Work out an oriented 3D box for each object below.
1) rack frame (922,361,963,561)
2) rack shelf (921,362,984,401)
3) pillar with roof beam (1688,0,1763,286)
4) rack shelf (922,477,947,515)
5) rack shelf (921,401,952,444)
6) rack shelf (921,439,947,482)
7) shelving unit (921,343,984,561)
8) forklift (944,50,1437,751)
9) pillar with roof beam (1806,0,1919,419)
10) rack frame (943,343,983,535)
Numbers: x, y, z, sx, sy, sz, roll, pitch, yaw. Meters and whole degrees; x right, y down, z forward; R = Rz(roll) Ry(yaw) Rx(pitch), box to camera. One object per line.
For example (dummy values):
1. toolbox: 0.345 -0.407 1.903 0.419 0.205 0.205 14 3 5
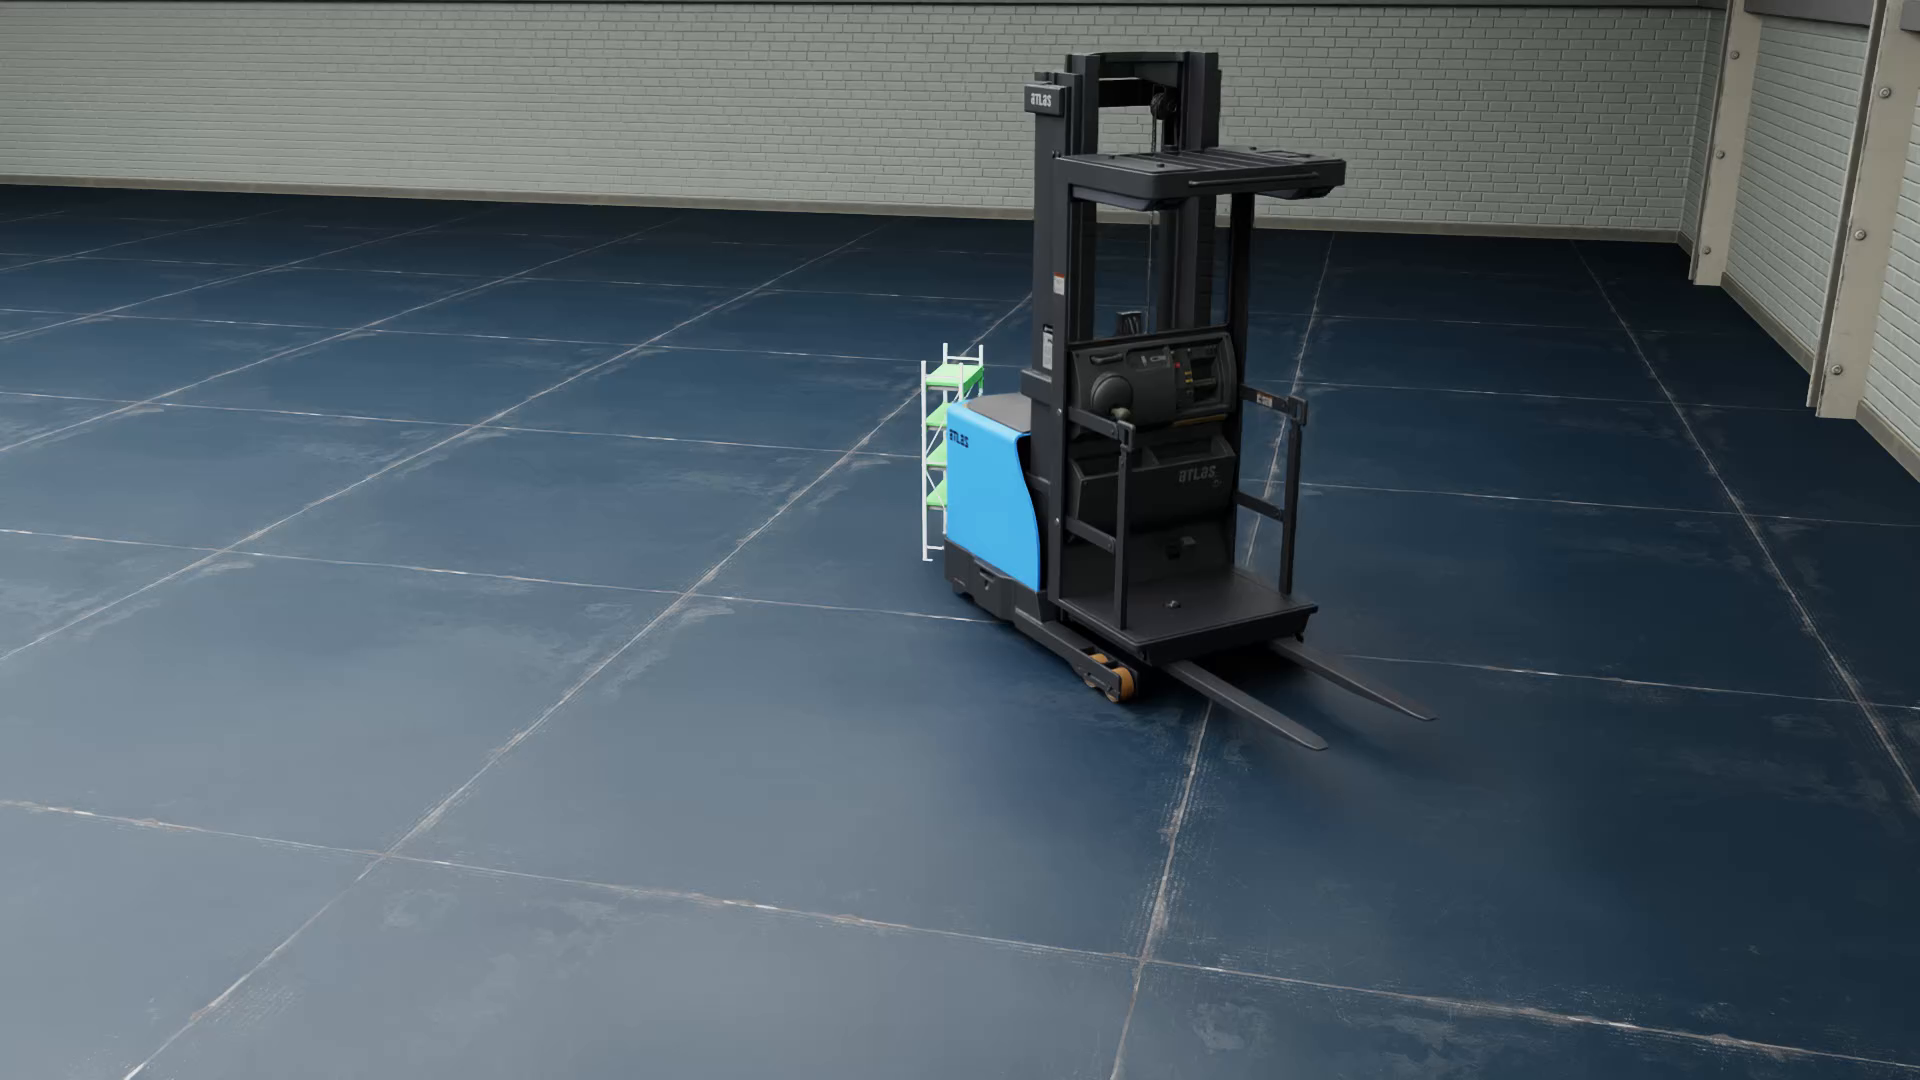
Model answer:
1. rack frame: -0.100 -0.439 9.618 0.240 1.200 0.015 5 19 13
2. rack shelf: -0.040 -0.910 9.707 0.258 0.148 0.480 5 19 13
3. pillar with roof beam: 4.192 -7.491 18.196 9.100 9.000 0.400 5 19 13
4. rack shelf: -0.040 -0.228 9.940 0.258 0.148 0.480 5 19 13
5. rack shelf: -0.040 -0.683 9.785 0.258 0.148 0.480 5 19 13
6. rack shelf: -0.040 -0.455 9.862 0.258 0.148 0.480 5 19 13
7. shelving unit: -0.040 -0.516 9.842 0.258 1.200 0.503 5 19 13
8. forklift: 1.060 -0.780 7.938 1.130 2.935 3.031 -10 21 -27
9. pillar with roof beam: 2.726 -5.610 12.690 9.100 9.000 0.400 5 19 13
10. rack frame: 0.019 -0.592 10.066 0.240 1.200 0.015 5 19 13
